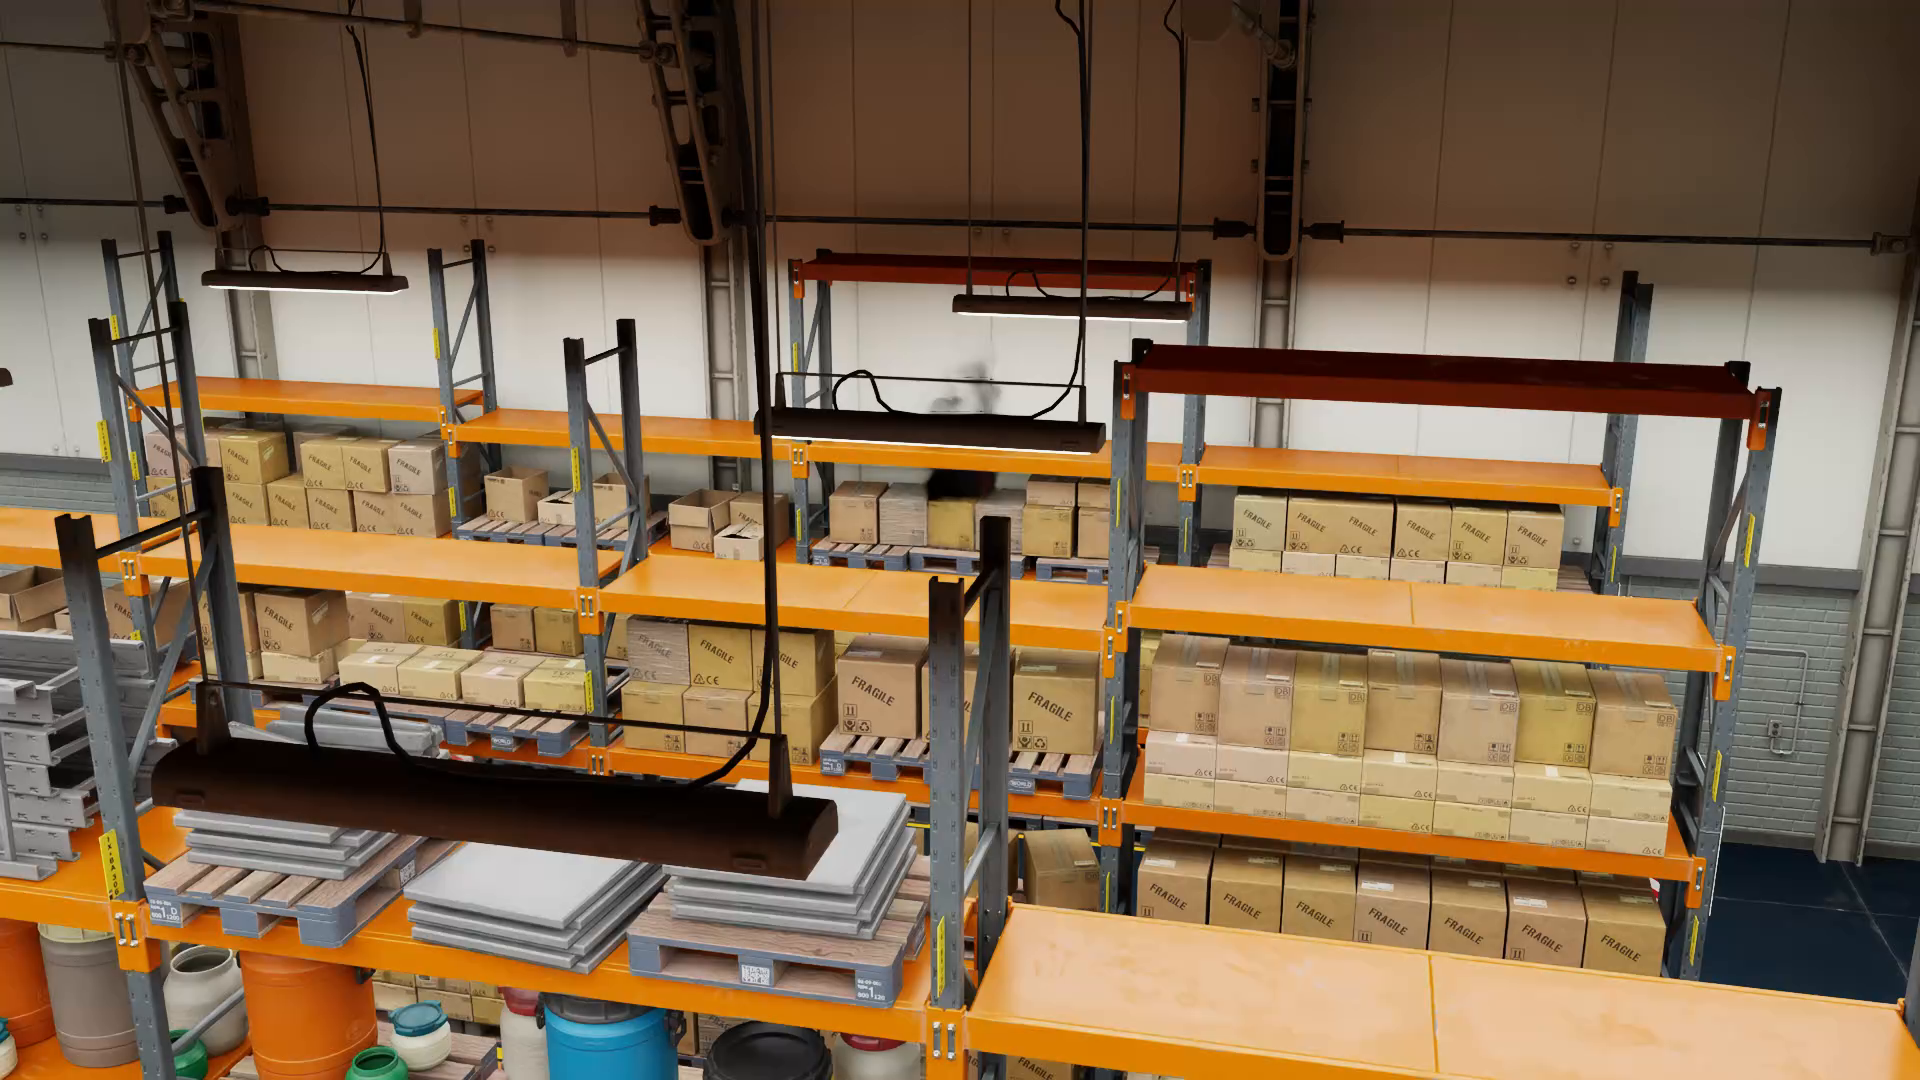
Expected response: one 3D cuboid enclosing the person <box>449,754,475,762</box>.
[{"bbox_3d":[-4.822,2.654,16.136,0.783,1.840,0.633,3,17,11],"label":"person"}]
